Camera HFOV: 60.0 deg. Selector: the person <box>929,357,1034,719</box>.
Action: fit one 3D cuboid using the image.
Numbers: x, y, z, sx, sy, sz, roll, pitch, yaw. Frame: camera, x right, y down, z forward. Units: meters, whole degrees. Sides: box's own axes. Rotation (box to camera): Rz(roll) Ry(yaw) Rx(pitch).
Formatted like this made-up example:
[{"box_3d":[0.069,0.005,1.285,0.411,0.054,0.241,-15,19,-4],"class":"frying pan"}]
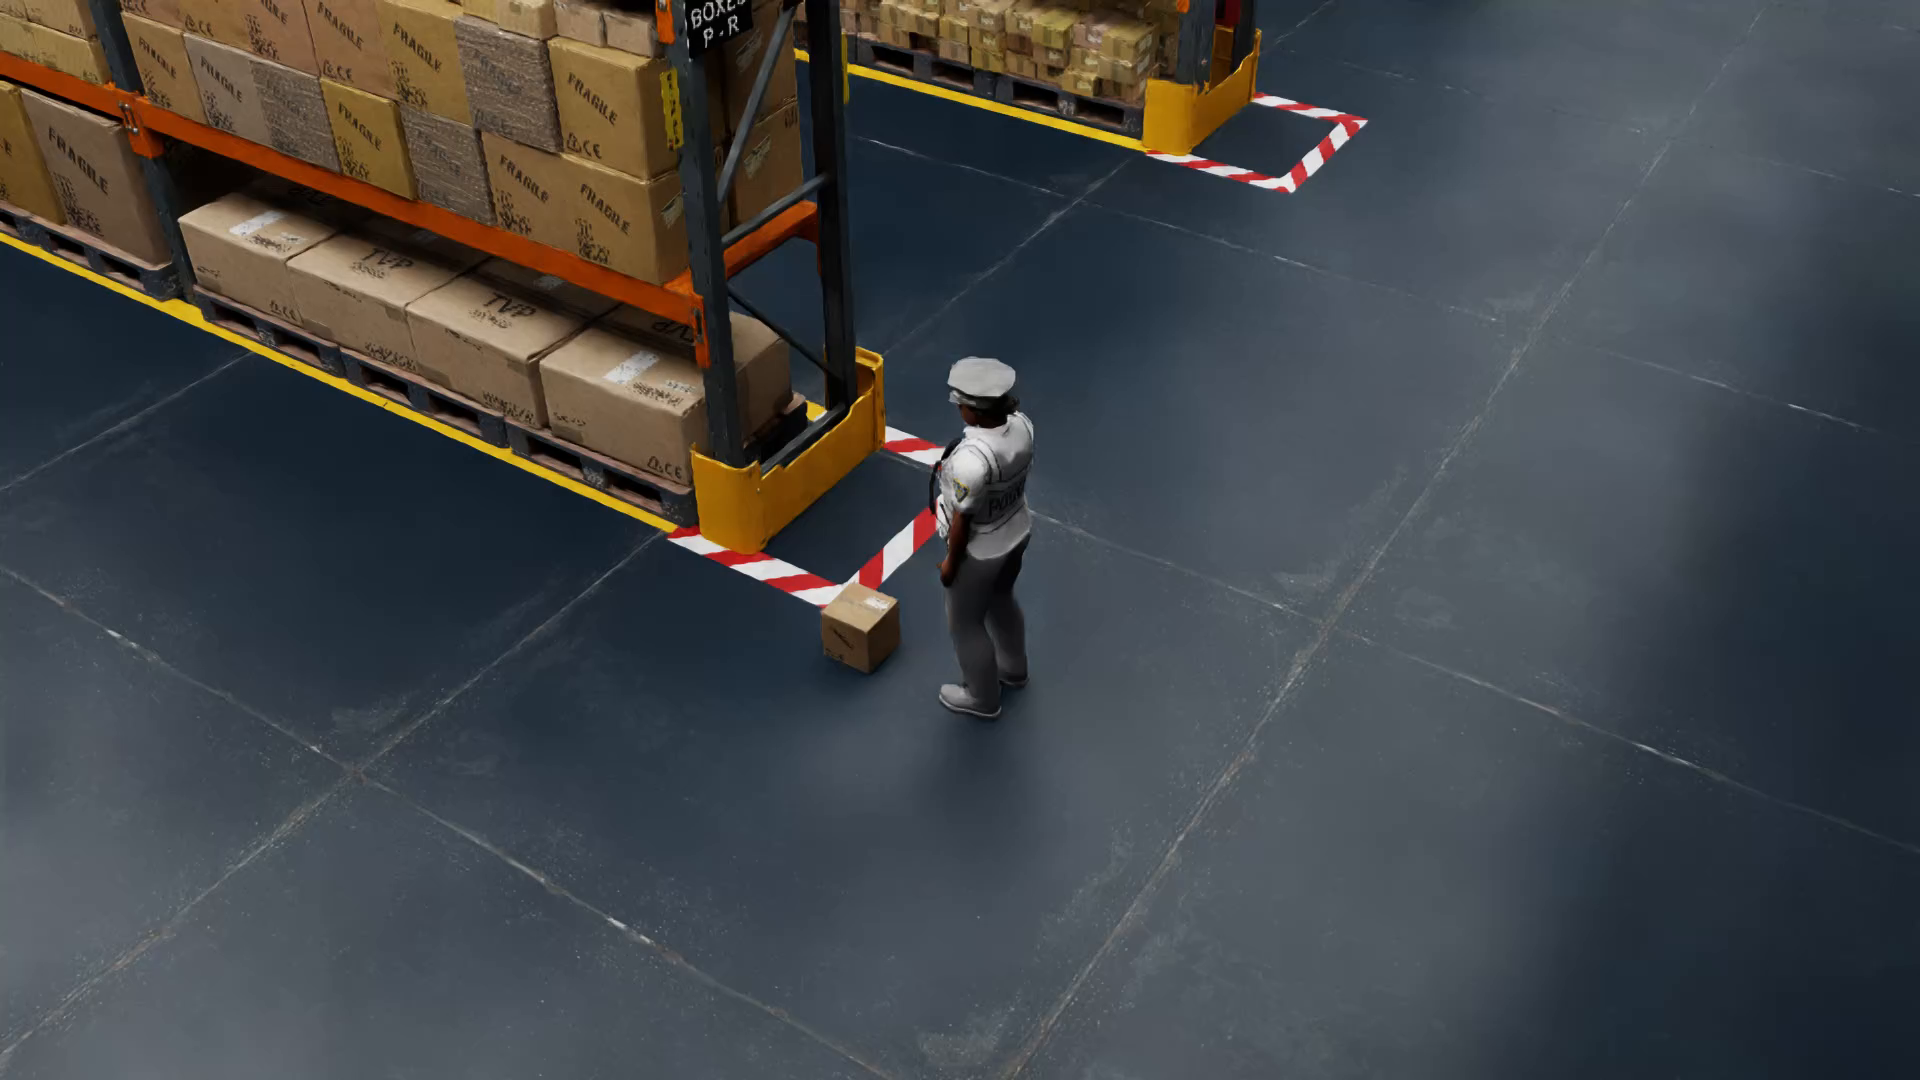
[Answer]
[{"box_3d":[0.088,0.015,6.668,0.340,1.658,0.438,23,44,26],"class":"person"}]
